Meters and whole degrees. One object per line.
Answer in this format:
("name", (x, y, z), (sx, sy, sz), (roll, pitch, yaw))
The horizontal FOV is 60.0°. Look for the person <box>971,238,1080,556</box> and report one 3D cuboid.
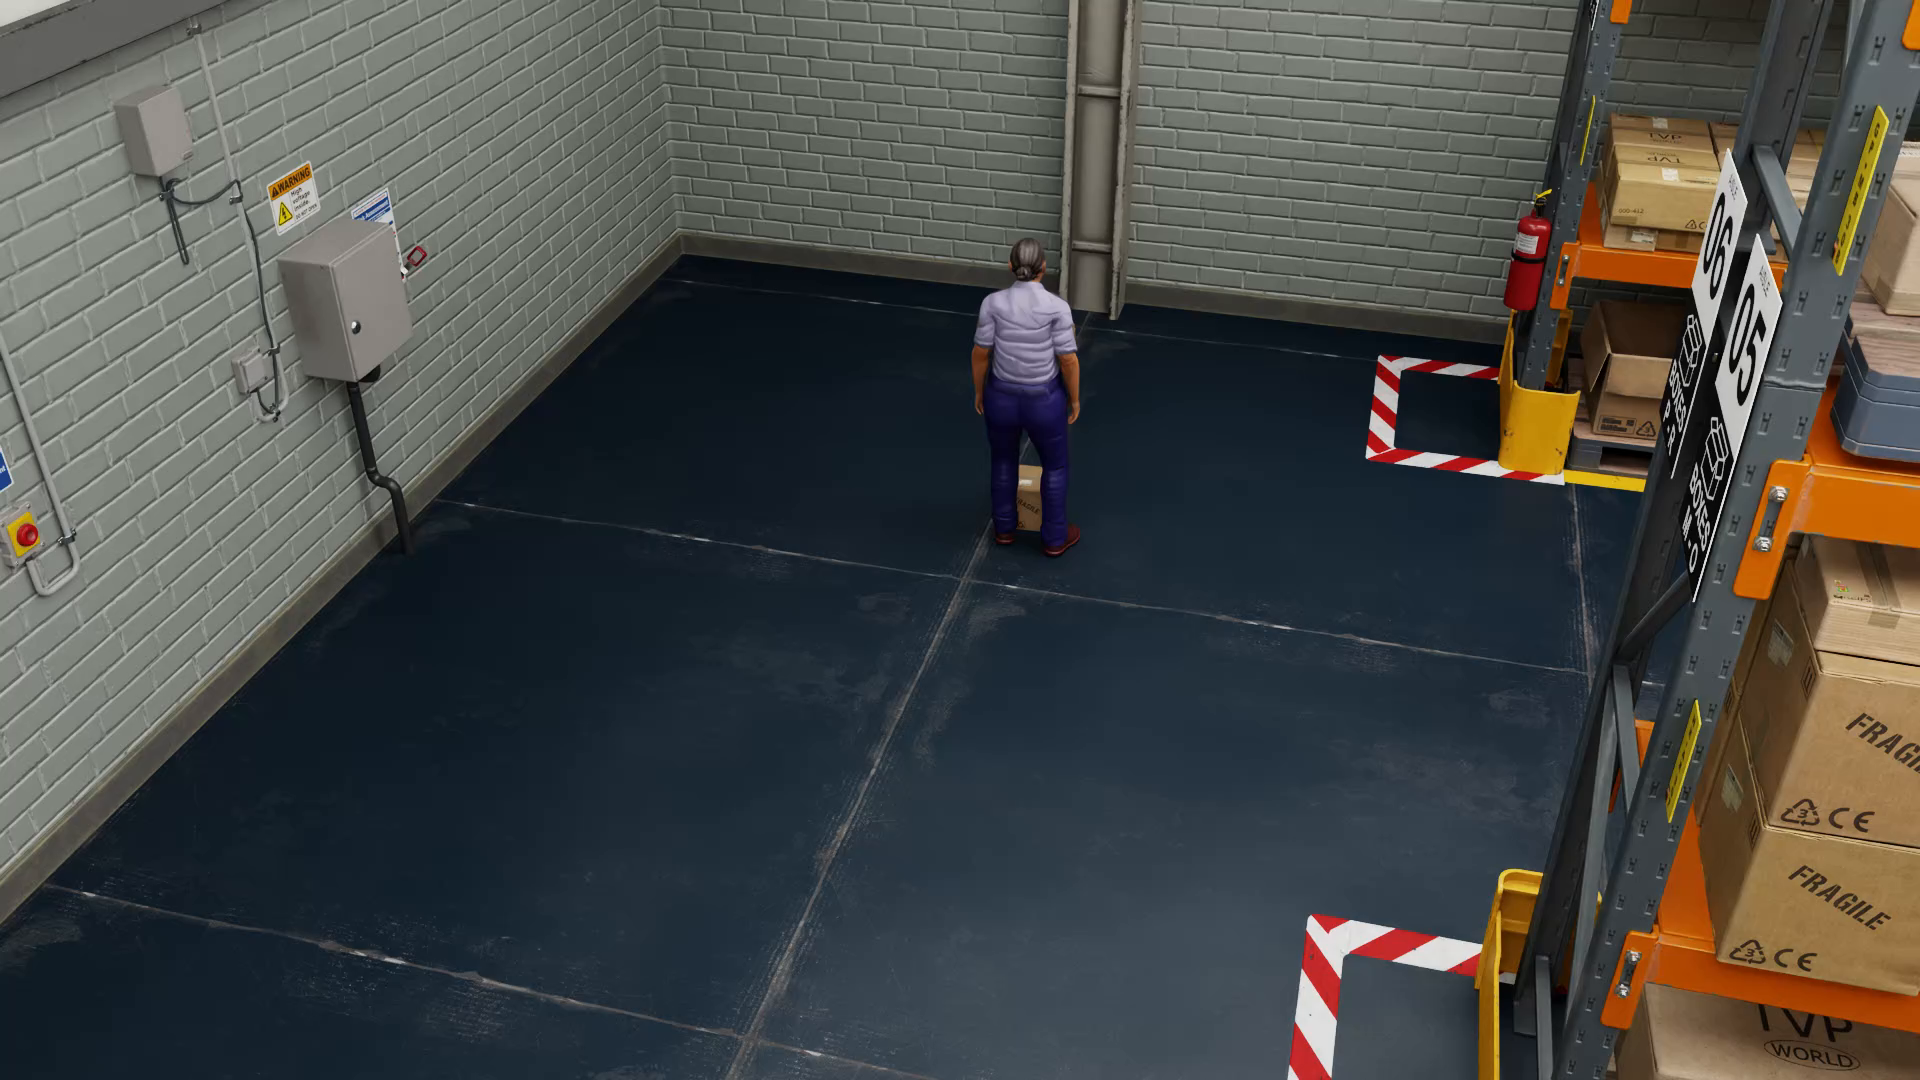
("person", (0.339, -0.694, 8.213), (0.554, 1.652, 0.416), (7, 34, 11))
